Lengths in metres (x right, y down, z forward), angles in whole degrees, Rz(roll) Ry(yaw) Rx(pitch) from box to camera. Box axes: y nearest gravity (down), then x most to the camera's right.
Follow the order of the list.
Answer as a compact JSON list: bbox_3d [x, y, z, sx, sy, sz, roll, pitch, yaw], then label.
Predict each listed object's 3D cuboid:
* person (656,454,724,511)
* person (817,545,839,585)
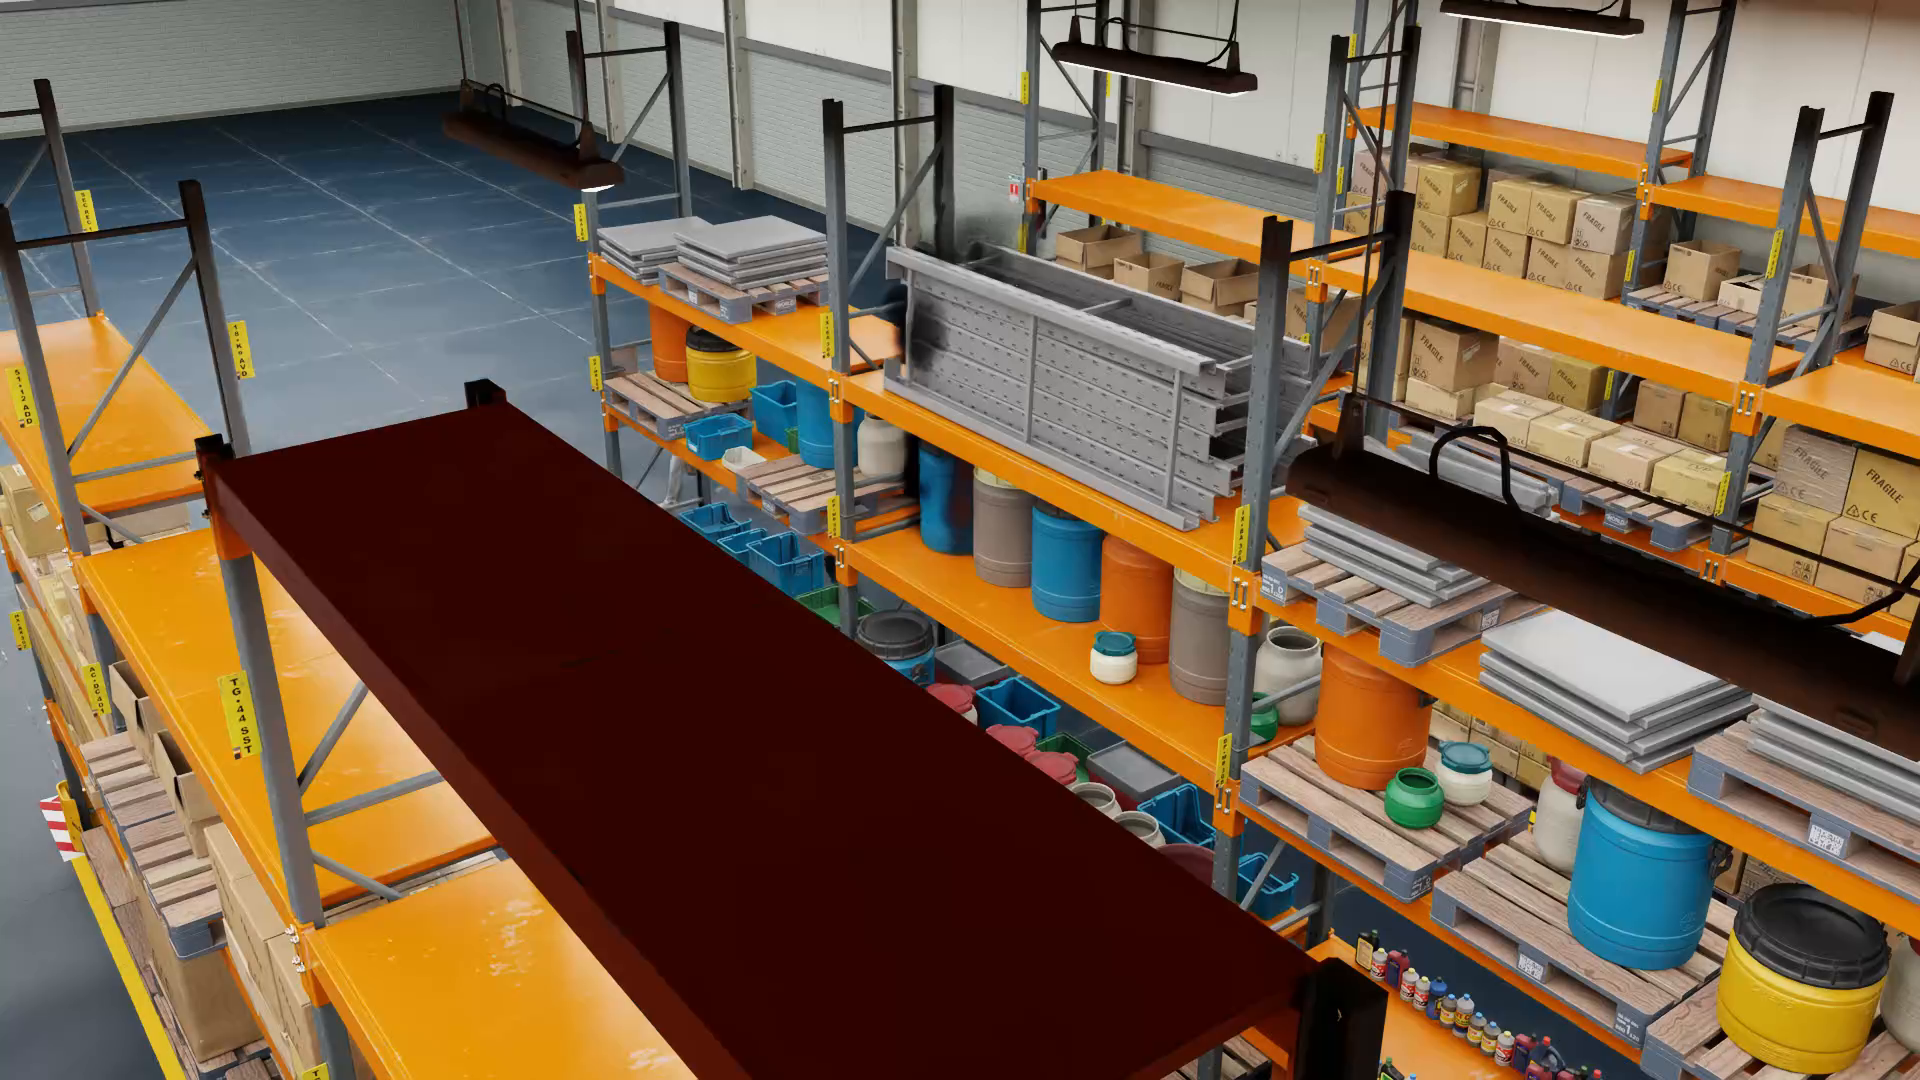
[{"bbox_3d":[-3.176,-1.171,19.437,0.993,1.736,0.714,-5,25,-10],"label":"person"},{"bbox_3d":[-1.267,0.132,16.833,0.692,1.617,0.521,20,31,37],"label":"person"}]
